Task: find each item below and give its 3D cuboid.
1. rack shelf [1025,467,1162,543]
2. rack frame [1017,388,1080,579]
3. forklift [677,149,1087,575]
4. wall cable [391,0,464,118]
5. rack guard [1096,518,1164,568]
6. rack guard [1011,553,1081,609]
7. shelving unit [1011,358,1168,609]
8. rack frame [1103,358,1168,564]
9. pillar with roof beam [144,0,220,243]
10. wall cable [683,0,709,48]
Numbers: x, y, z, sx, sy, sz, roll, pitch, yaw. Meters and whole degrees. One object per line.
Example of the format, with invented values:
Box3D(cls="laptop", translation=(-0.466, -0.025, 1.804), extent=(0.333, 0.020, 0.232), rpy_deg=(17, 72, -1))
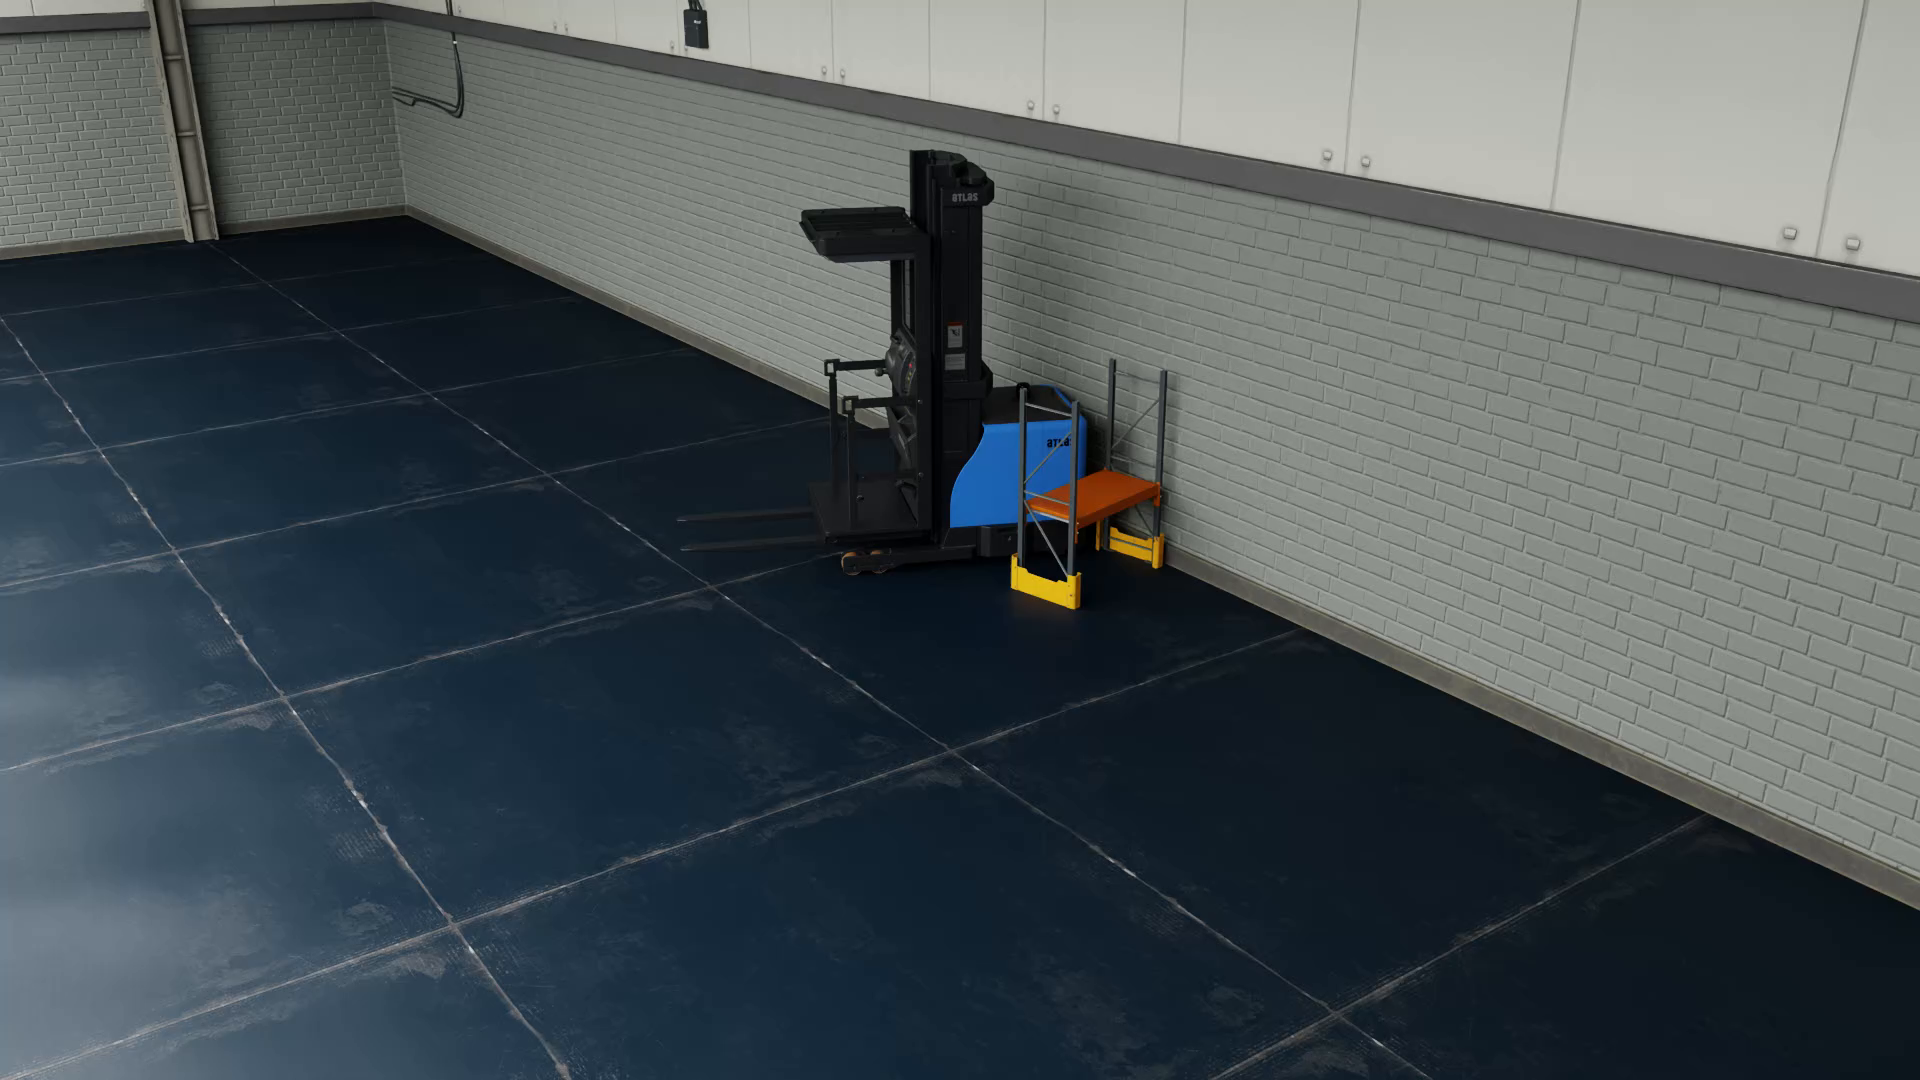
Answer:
Box3D(cls="rack shelf", translation=(0.948, -0.264, 12.019), extent=(0.538, 0.185, 1.000), rpy_deg=(18, 28, 38))
Box3D(cls="rack frame", translation=(0.609, -0.291, 11.601), extent=(0.500, 1.500, 0.032), rpy_deg=(18, 28, 38))
Box3D(cls="forklift", translation=(-0.616, -1.315, 12.236), extent=(3.031, 2.935, 1.130), rpy_deg=(-4, 22, -11))
Box3D(cls="wall cable", translation=(-7.588, -7.247, 23.105), extent=(0.112, 2.526, 3.097), rpy_deg=(-15, 26, -33))
Box3D(cls="rack guard", translation=(1.275, 0.015, 12.522), extent=(0.587, 0.250, 0.087), rpy_deg=(18, 28, 38))
Box3D(cls="rack guard", translation=(0.610, 0.289, 11.834), extent=(0.587, 0.250, 0.087), rpy_deg=(18, 28, 38))
Box3D(cls="shelving unit", translation=(0.942, -0.428, 11.946), extent=(0.587, 1.500, 1.083), rpy_deg=(18, 28, 38))
Box3D(cls="rack frame", translation=(1.288, -0.571, 12.304), extent=(0.500, 1.500, 0.032), rpy_deg=(18, 28, 38))
Box3D(cls="pillar with roof beam", translation=(-8.238, -7.154, 18.682), extent=(0.400, 9.000, 9.100), rpy_deg=(-15, 26, -33))
Box3D(cls="wall cable", translation=(-2.057, -7.409, 14.733), extent=(0.169, 6.003, 2.305), rpy_deg=(-15, 26, -33))
